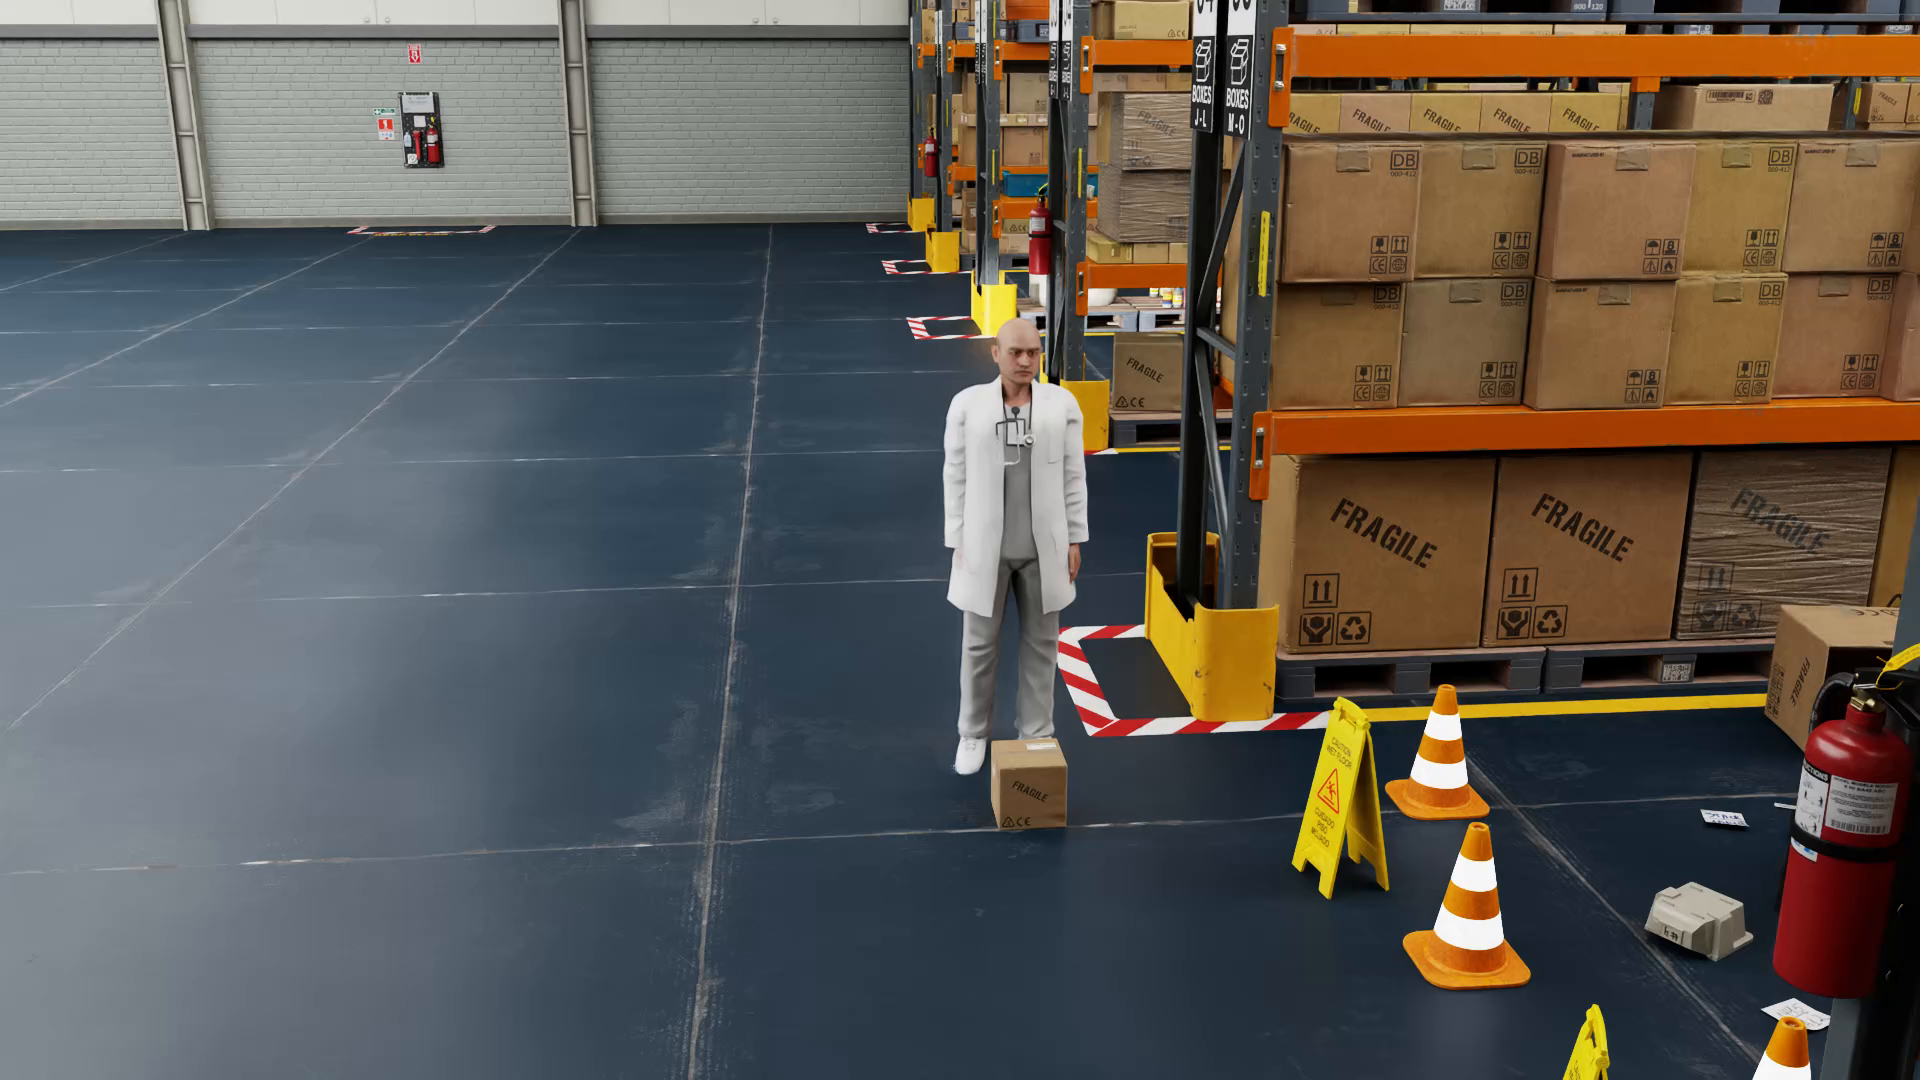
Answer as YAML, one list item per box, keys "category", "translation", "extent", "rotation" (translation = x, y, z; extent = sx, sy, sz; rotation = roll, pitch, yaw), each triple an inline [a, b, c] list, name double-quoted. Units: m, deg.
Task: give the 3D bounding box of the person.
- category: "person"
  translation: [0.221, 0.034, 6.484]
  extent: [0.565, 1.795, 0.395]
  rotation: [-1, 17, -5]
